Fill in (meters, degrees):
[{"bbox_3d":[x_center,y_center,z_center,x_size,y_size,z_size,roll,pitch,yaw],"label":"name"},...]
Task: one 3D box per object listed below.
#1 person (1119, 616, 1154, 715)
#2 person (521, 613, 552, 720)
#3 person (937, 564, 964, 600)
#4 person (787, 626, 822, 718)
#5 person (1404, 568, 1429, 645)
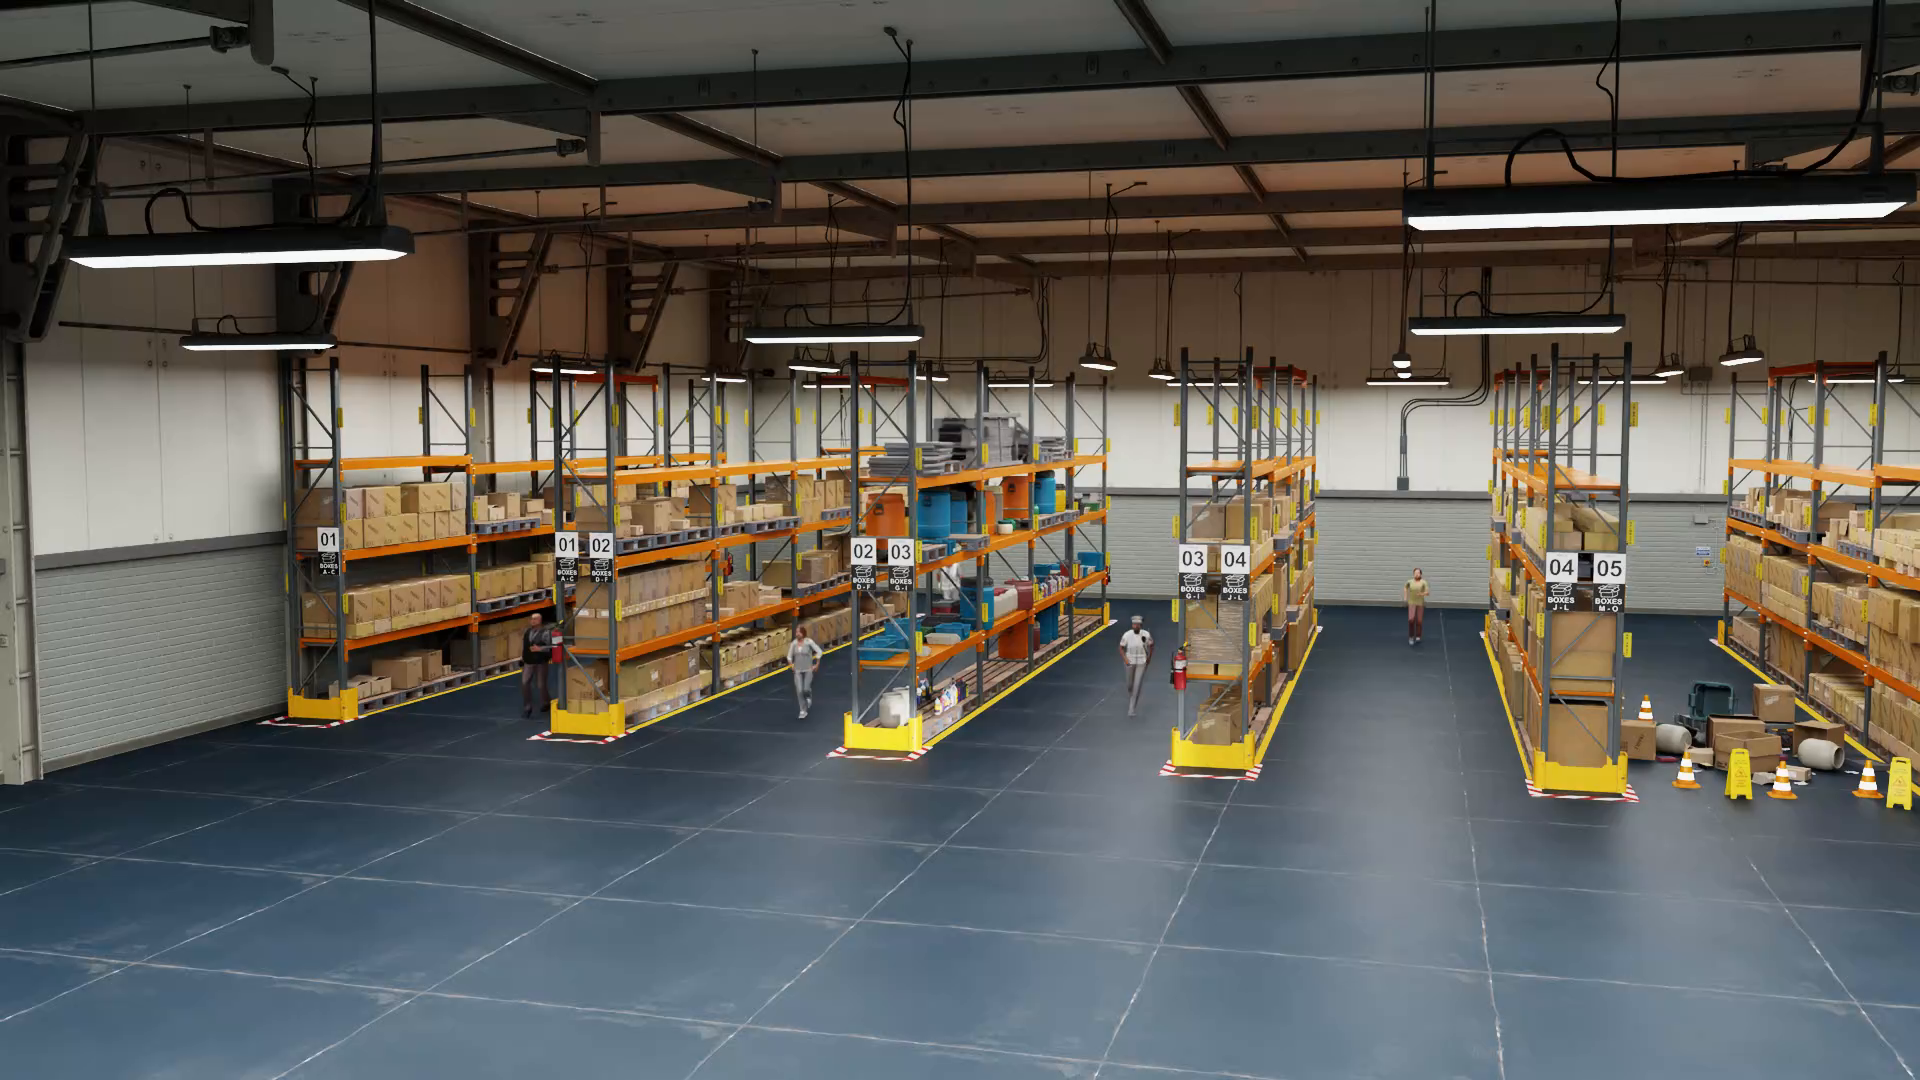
[{"bbox_3d":[3.008,2.105,28.336,0.600,1.682,0.781,1,4,7],"label":"person"},{"bbox_3d":[-7.077,2.106,27.816,0.641,1.776,0.787,1,4,8],"label":"person"},{"bbox_3d":[-0.231,1.196,39.872,0.678,1.790,0.894,0,4,4],"label":"person"},{"bbox_3d":[-2.609,2.201,27.696,0.560,1.558,0.605,1,4,10],"label":"person"},{"bbox_3d":[10.110,1.466,36.837,0.546,1.692,0.707,1,4,16],"label":"person"}]
